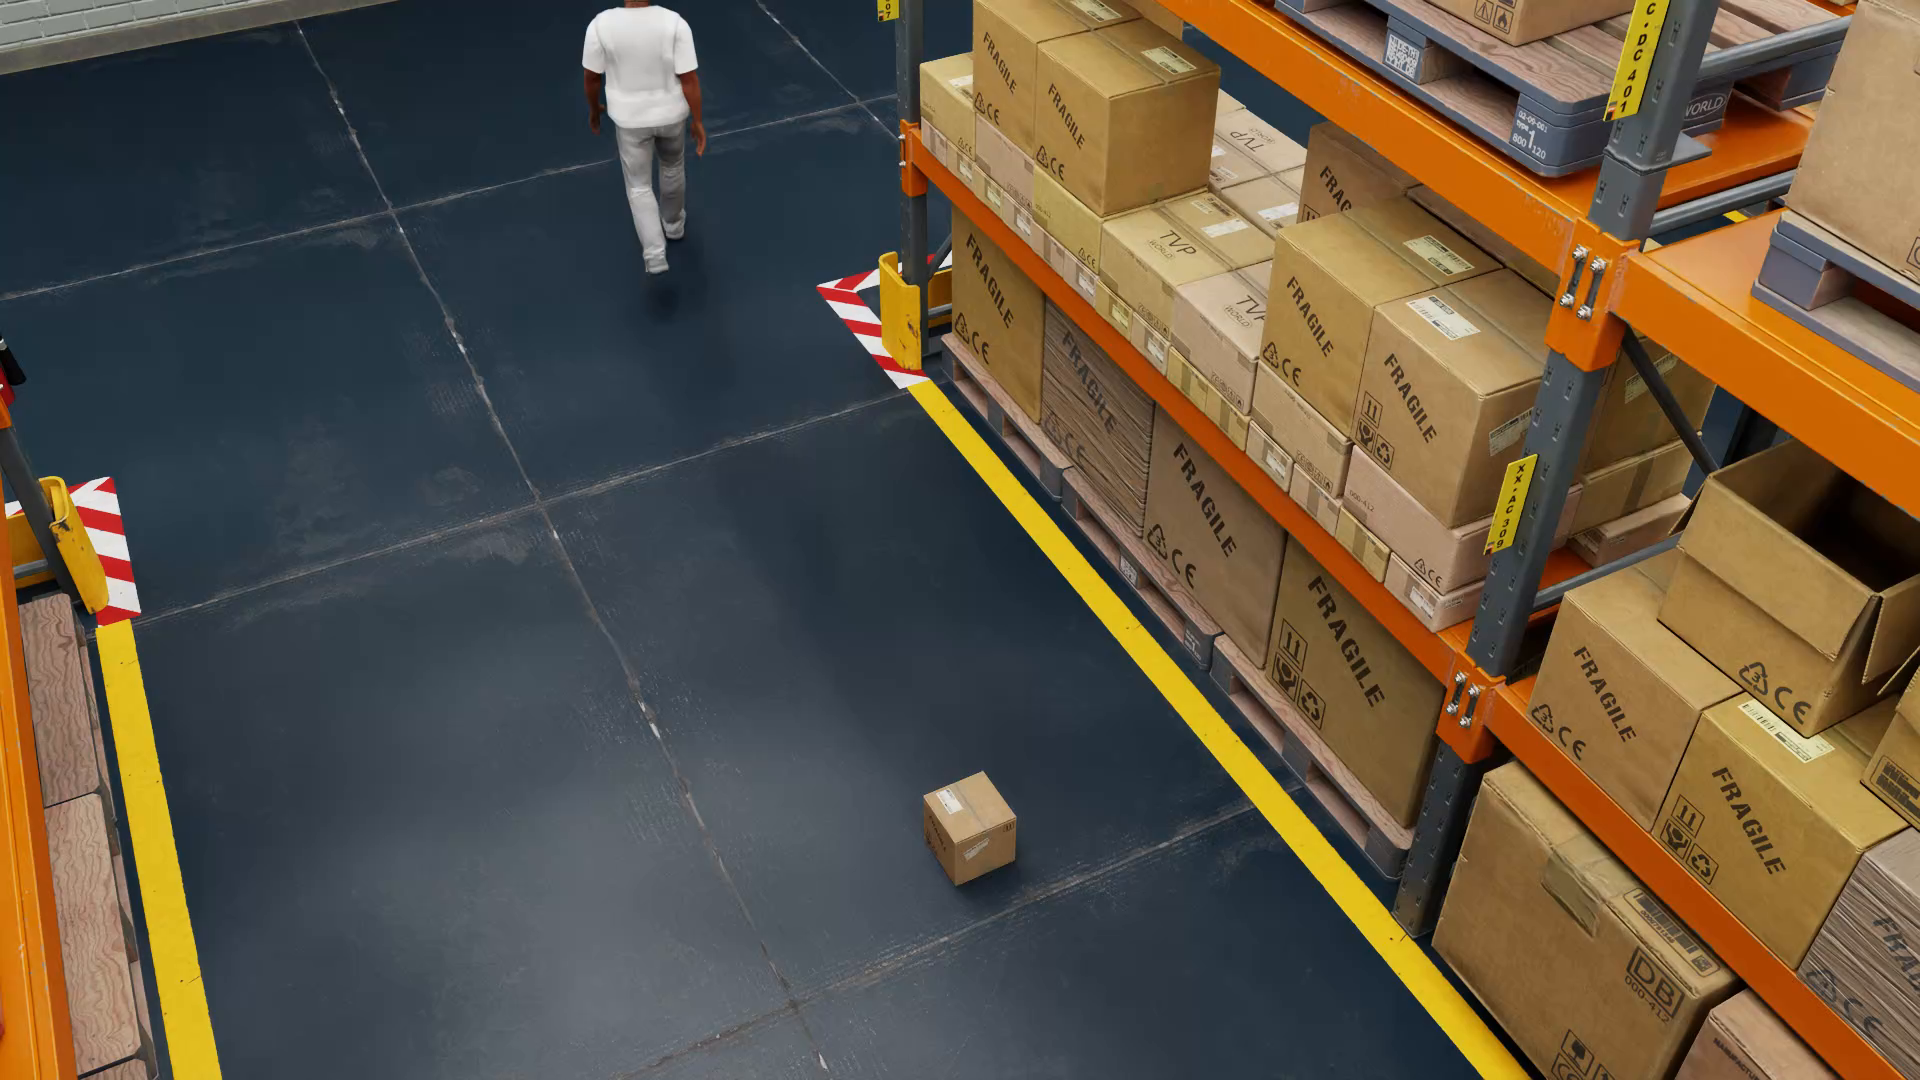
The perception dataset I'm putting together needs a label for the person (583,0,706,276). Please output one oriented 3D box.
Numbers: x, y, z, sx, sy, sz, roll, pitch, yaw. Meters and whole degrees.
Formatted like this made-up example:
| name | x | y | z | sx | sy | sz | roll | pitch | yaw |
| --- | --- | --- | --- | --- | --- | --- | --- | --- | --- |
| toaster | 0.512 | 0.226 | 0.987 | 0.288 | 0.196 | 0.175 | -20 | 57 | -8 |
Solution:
| name | x | y | z | sx | sy | sz | roll | pitch | yaw |
| --- | --- | --- | --- | --- | --- | --- | --- | --- | --- |
| person | -1.646 | -2.227 | 8.699 | 0.587 | 1.736 | 0.959 | -9 | 42 | -10 |
